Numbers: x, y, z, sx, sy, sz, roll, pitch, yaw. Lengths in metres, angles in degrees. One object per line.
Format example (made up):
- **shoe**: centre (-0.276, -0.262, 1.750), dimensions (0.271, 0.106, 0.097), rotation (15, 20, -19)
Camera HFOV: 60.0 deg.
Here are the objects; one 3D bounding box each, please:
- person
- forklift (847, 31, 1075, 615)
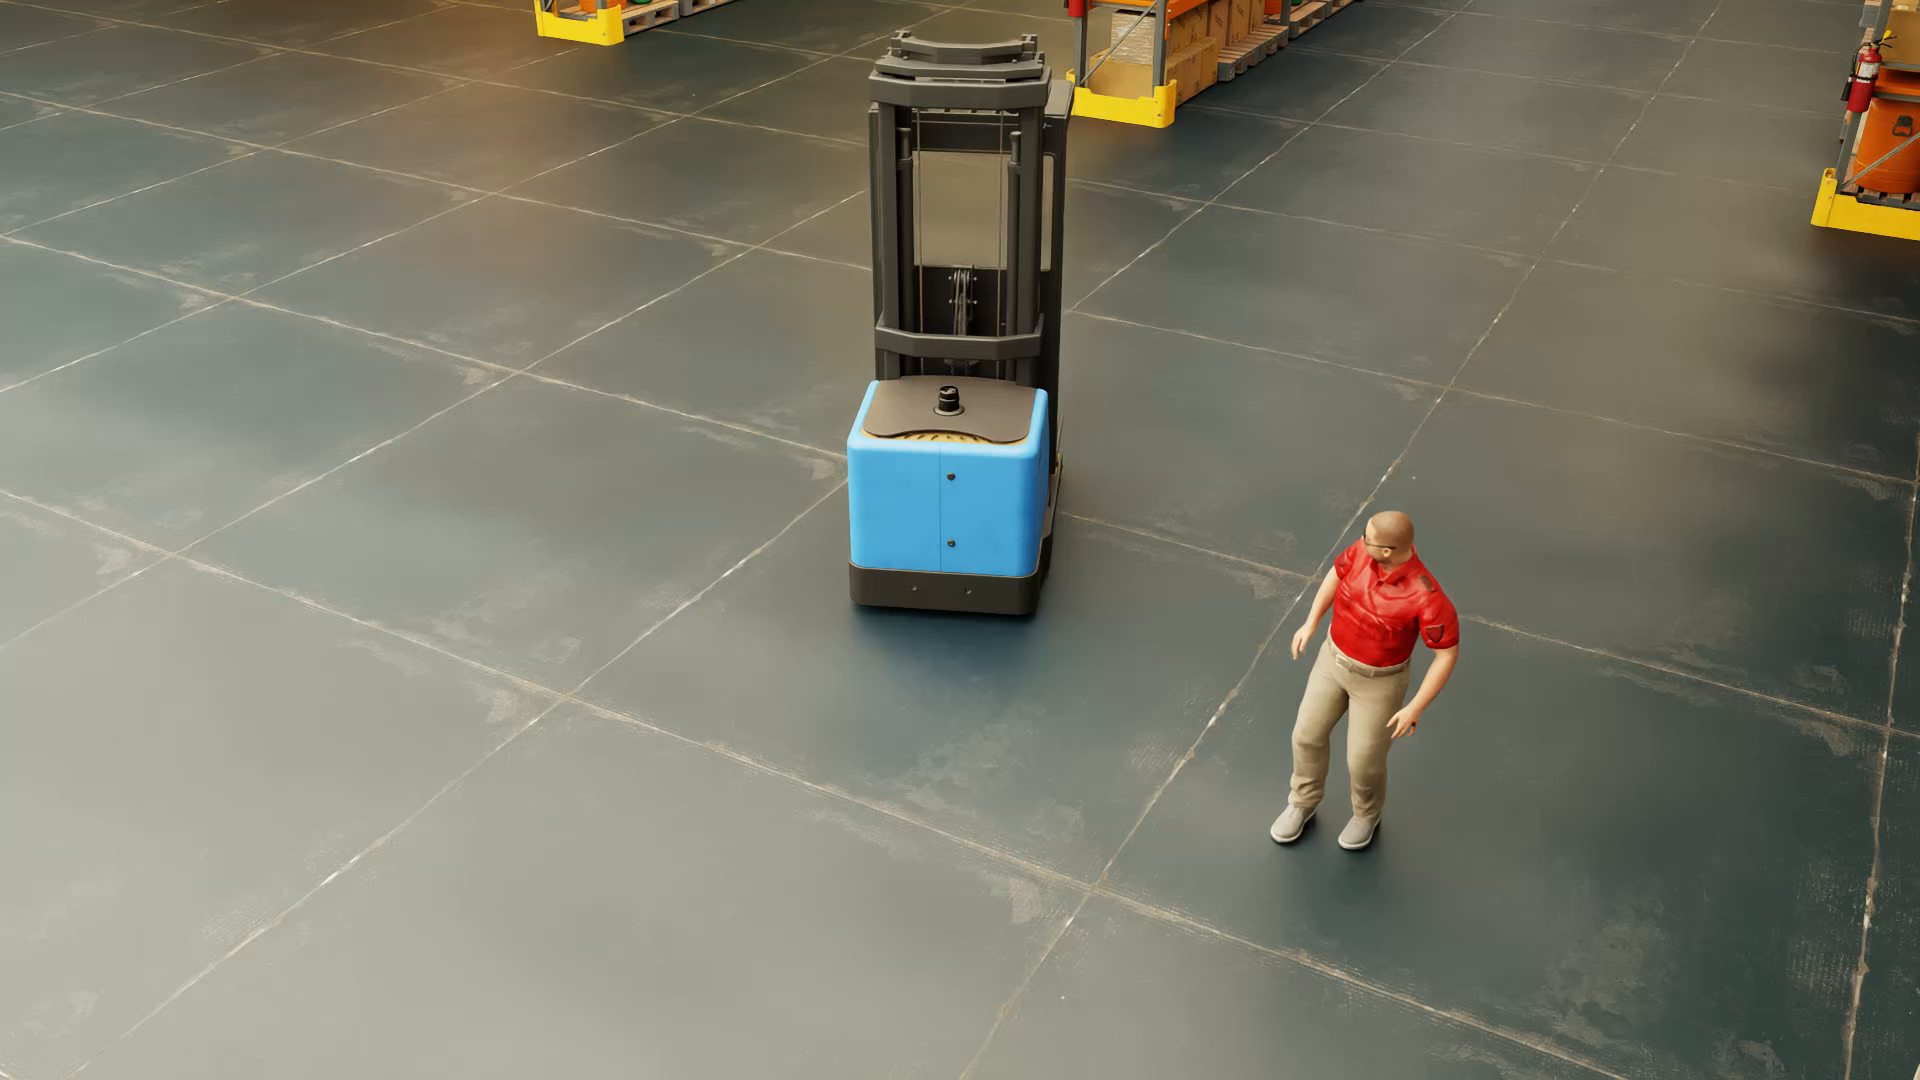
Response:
- **person**: centre (1.737, 0.621, 7.220), dimensions (0.511, 1.709, 0.748), rotation (-25, 38, -37)
- **forklift**: centre (0.072, -1.572, 9.794), dimensions (1.130, 2.935, 3.031), rotation (3, 30, 6)
